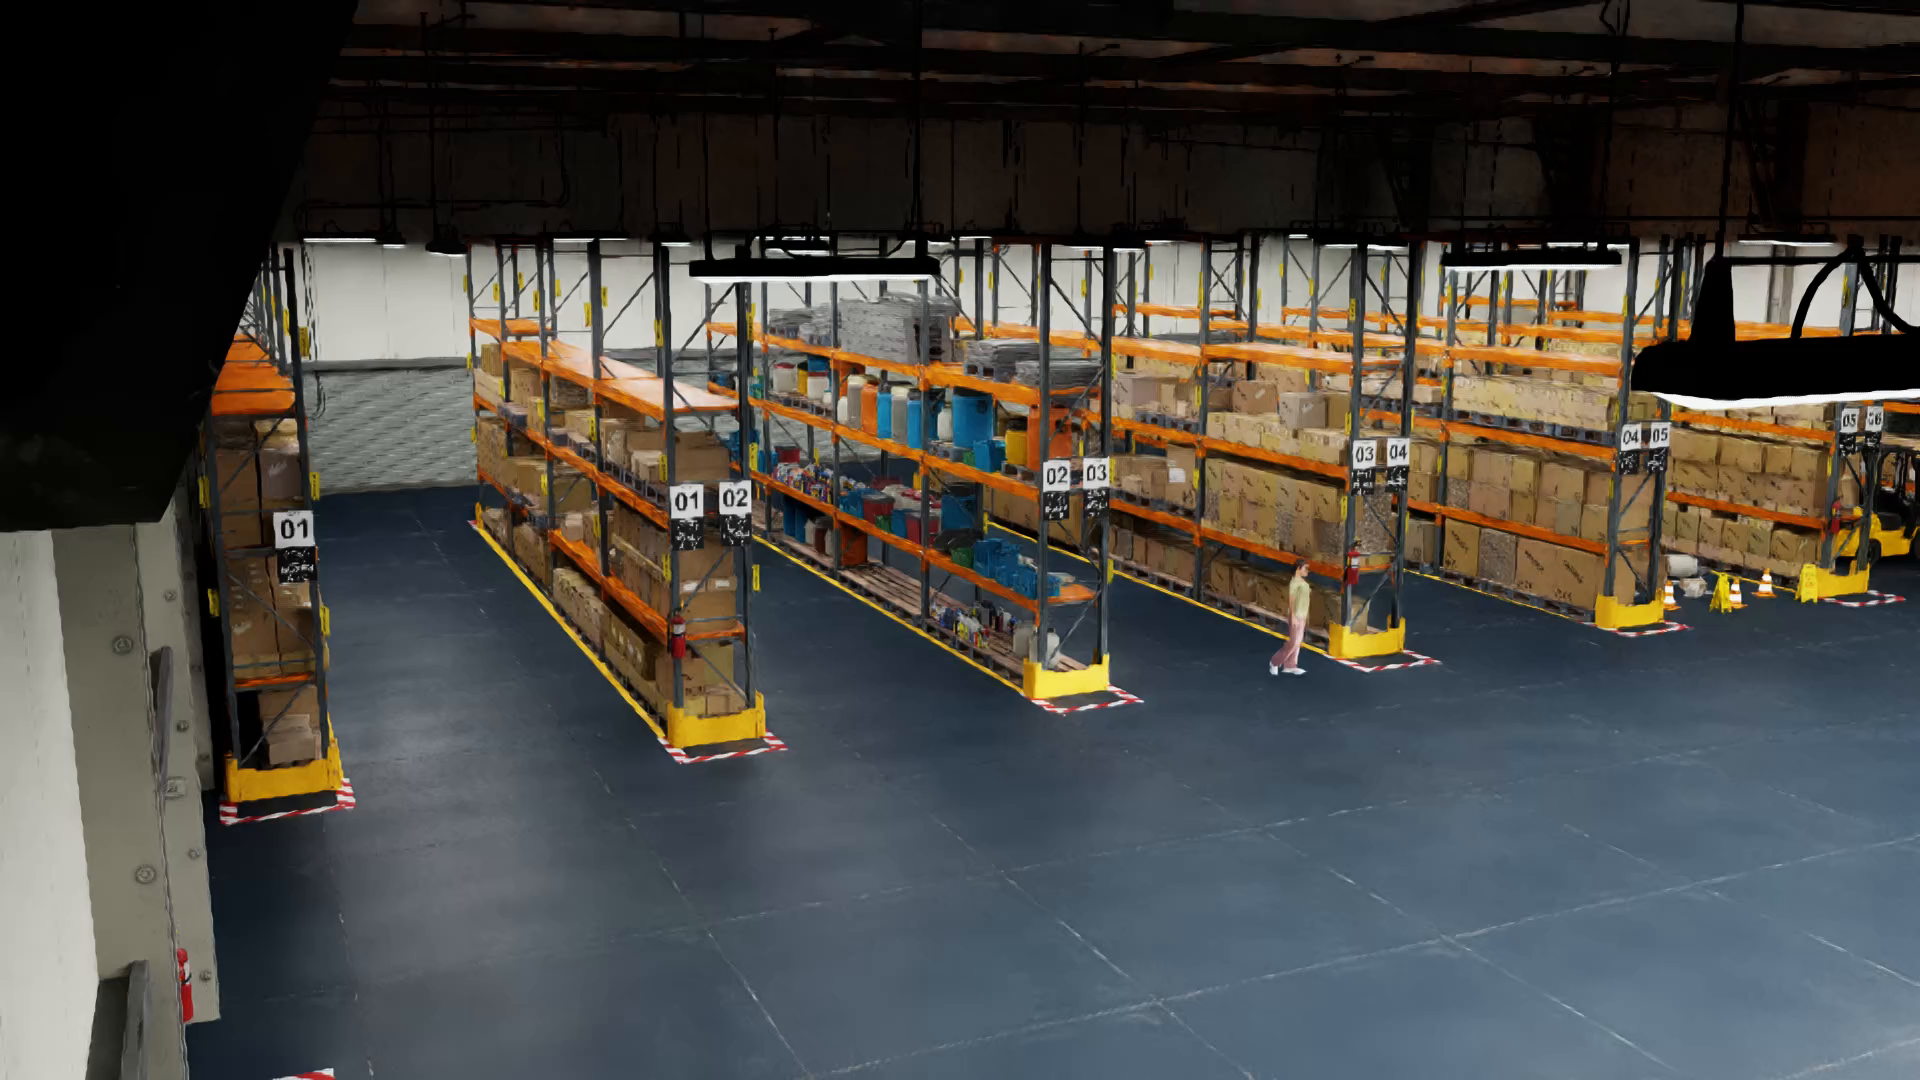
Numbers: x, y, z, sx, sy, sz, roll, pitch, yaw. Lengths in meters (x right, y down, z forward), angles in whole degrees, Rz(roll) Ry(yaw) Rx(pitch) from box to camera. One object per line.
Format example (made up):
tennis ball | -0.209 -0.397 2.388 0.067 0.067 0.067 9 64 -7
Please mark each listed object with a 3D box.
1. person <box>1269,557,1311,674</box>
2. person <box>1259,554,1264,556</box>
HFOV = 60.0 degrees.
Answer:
person | 4.599 1.076 23.198 0.482 1.665 0.638 5 12 25
person | 5.973 -0.542 31.412 0.702 1.735 0.549 -5 12 -26
